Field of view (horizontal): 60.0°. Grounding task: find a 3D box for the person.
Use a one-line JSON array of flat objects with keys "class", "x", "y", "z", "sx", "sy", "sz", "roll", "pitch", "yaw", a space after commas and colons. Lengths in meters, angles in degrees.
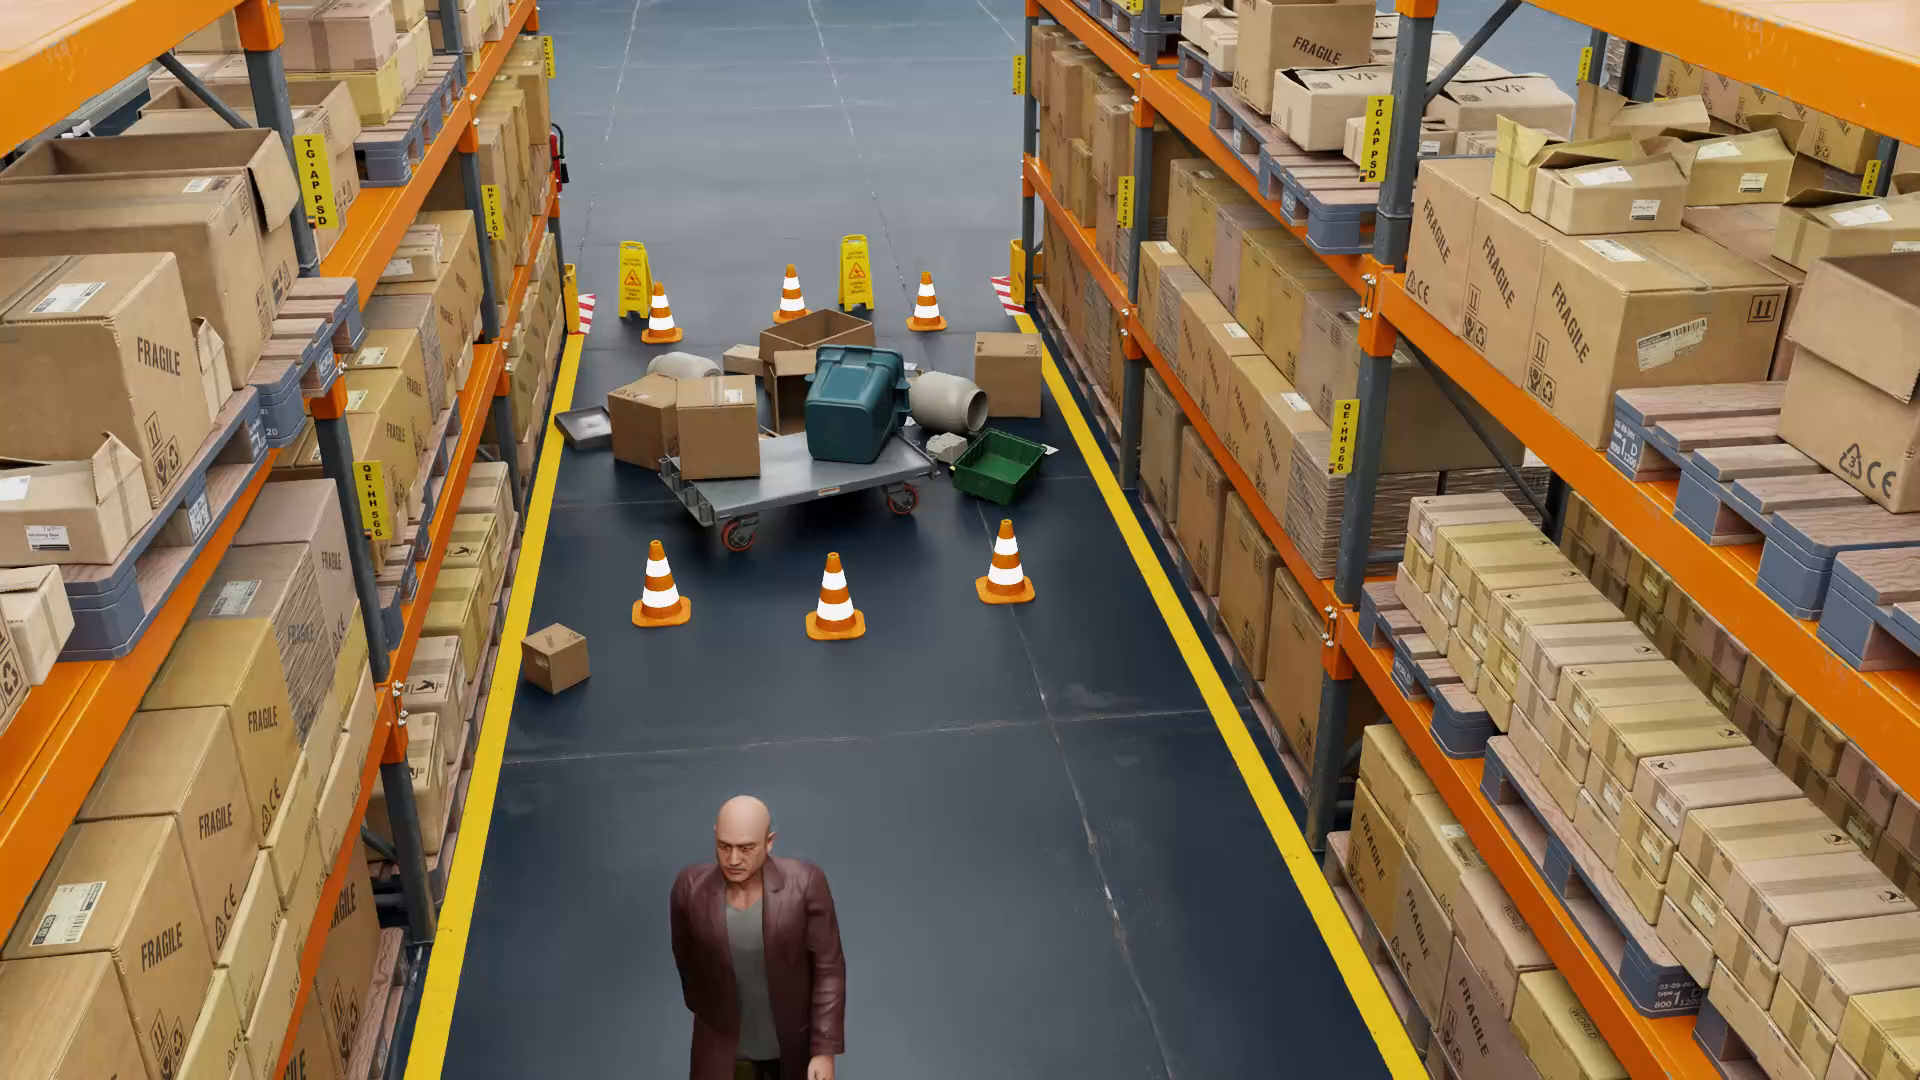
[{"class": "person", "x": -0.645, "y": 1.619, "z": 5.415, "sx": 0.563, "sy": 1.719, "sz": 1.124, "roll": -3, "pitch": 27, "yaw": -6}]
